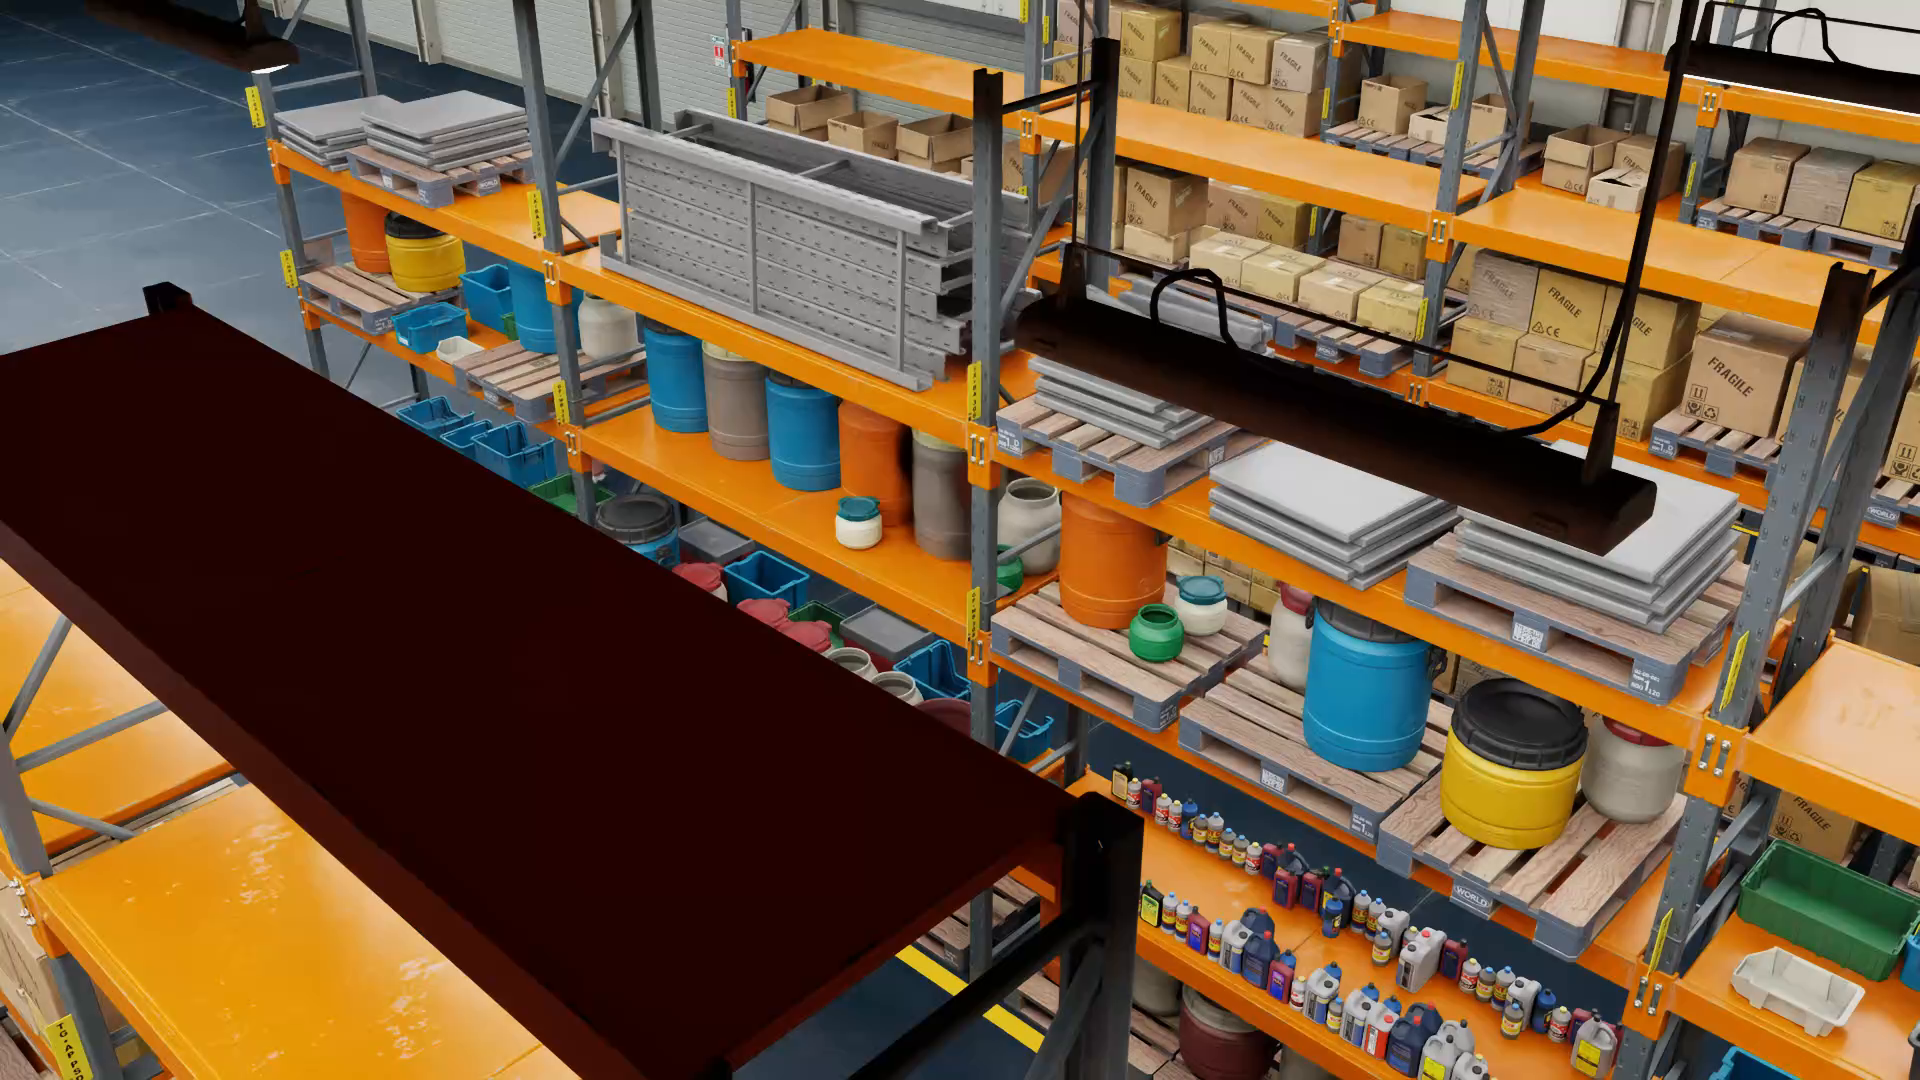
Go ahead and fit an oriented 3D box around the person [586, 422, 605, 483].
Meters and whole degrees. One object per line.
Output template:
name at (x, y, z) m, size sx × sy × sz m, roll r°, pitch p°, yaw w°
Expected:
person at (-3.899, -1.389, 17.024) m, size 0.386 × 1.686 × 0.477 m, roll -25°, pitch 38°, yaw -36°
